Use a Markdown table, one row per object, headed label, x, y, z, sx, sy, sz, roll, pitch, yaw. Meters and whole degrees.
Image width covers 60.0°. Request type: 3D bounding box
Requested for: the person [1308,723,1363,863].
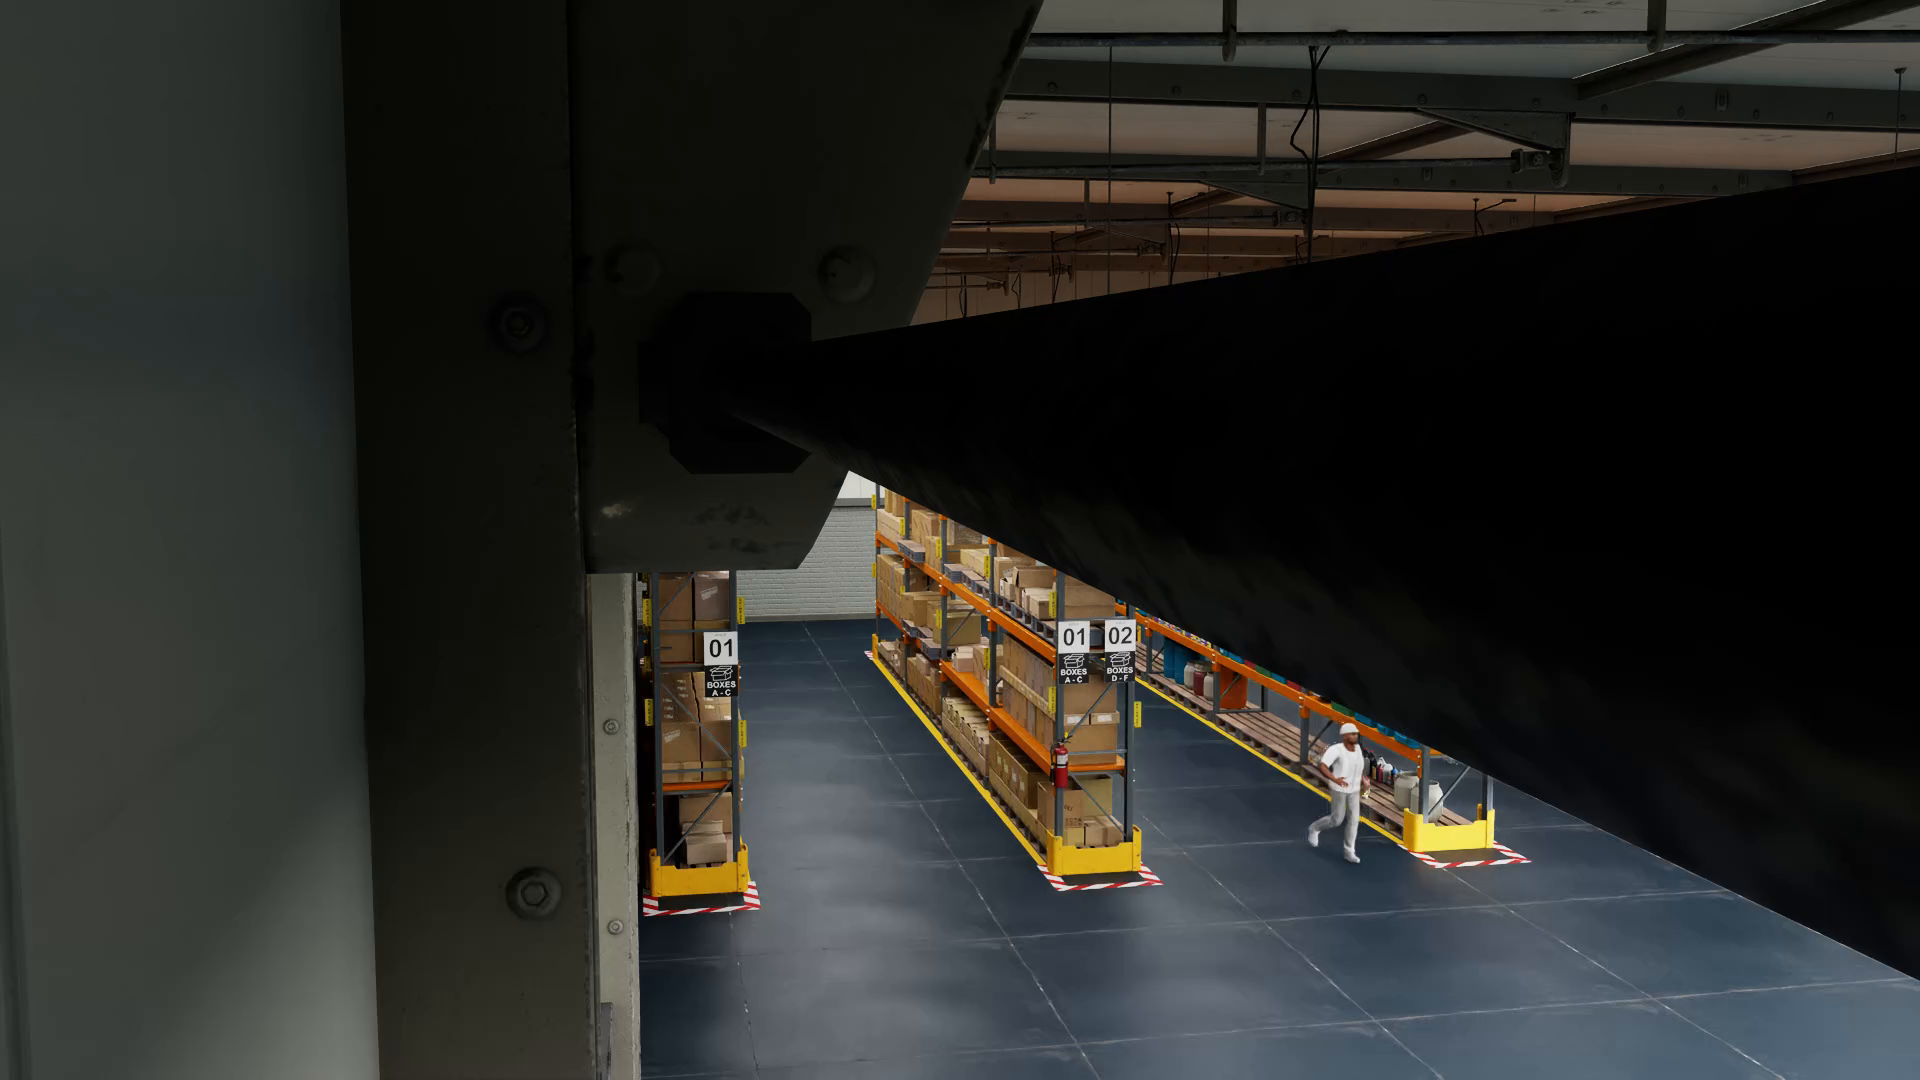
| label | x | y | z | sx | sy | sz | roll | pitch | yaw |
| --- | --- | --- | --- | --- | --- | --- | --- | --- | --- |
| person | 5.038 | 3.246 | 21.641 | 0.718 | 1.715 | 0.920 | -3 | 7 | -28 |
